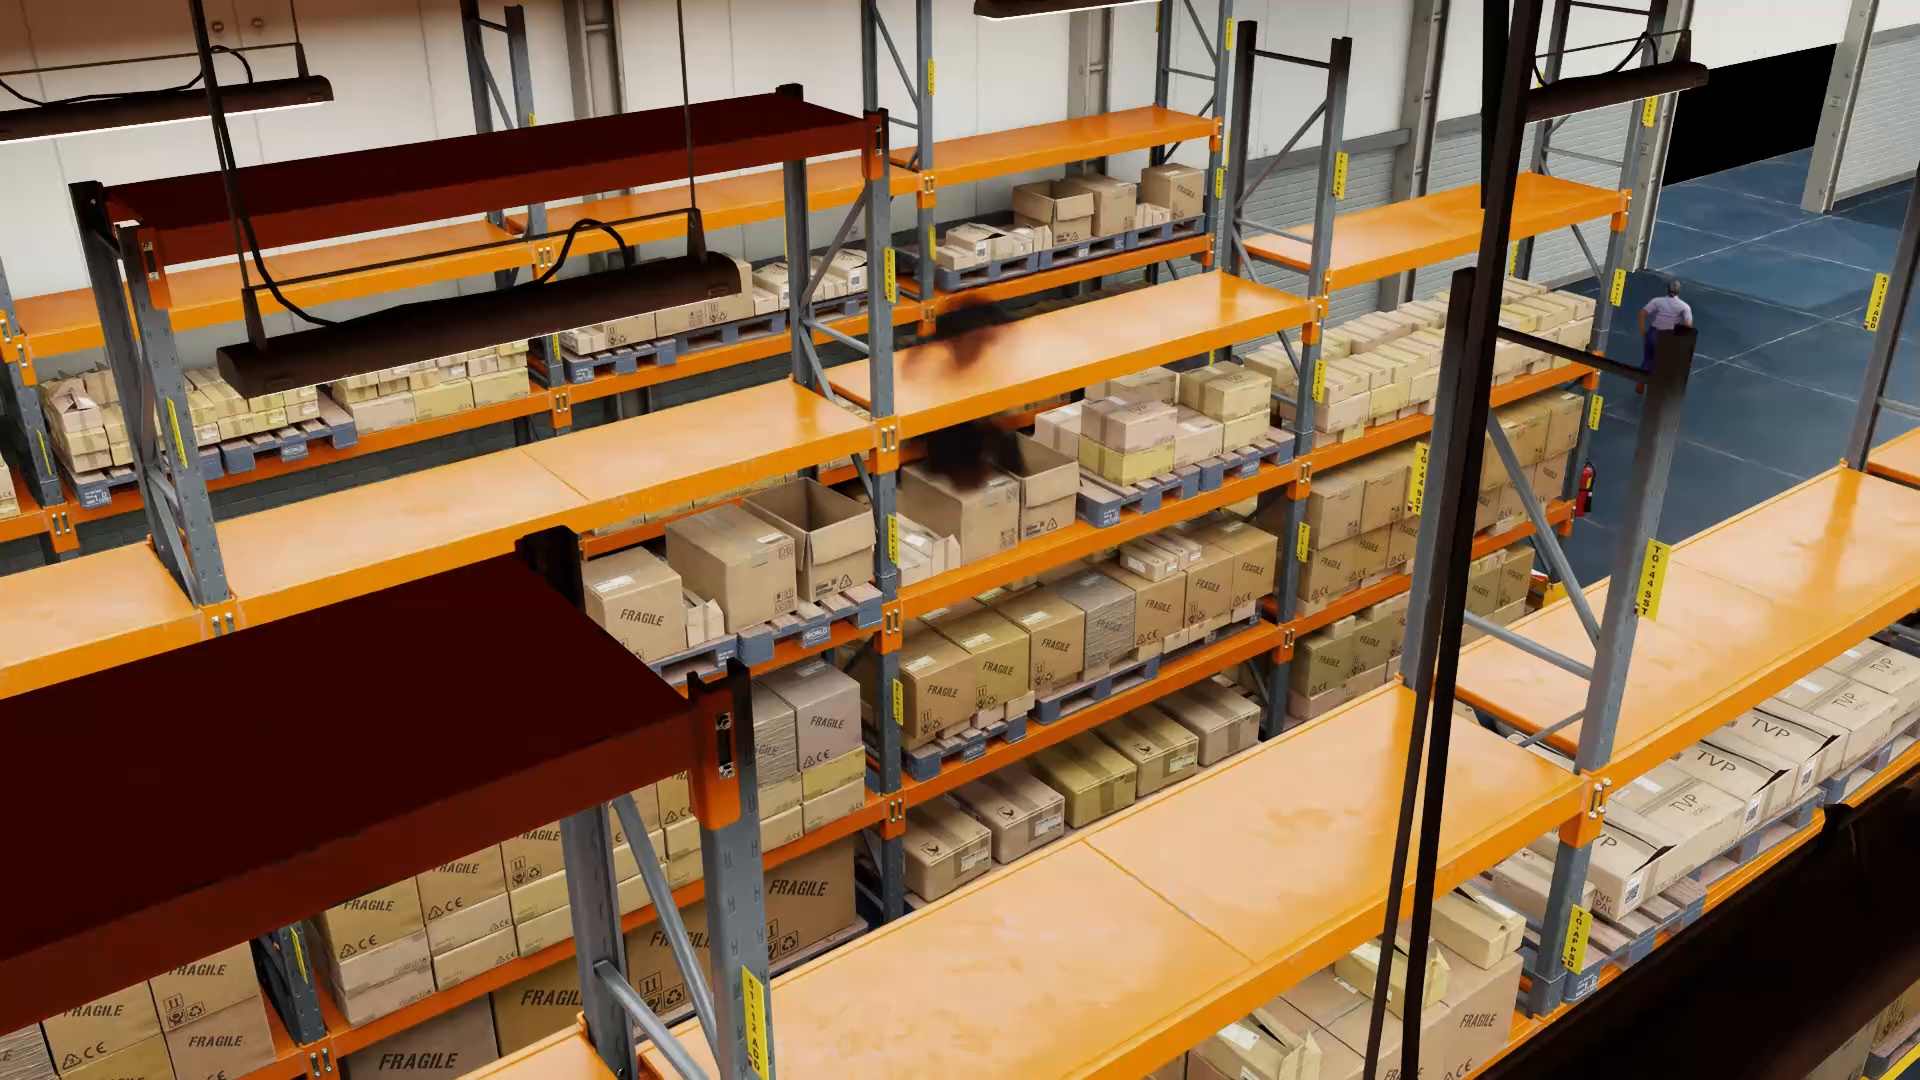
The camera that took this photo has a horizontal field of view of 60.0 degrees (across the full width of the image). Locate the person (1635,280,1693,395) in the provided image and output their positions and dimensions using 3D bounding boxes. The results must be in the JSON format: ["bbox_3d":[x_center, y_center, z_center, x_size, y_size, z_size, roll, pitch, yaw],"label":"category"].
[{"bbox_3d":[9.132,-2.609,21.609,0.657,1.615,0.527,15,30,28],"label":"person"}]
